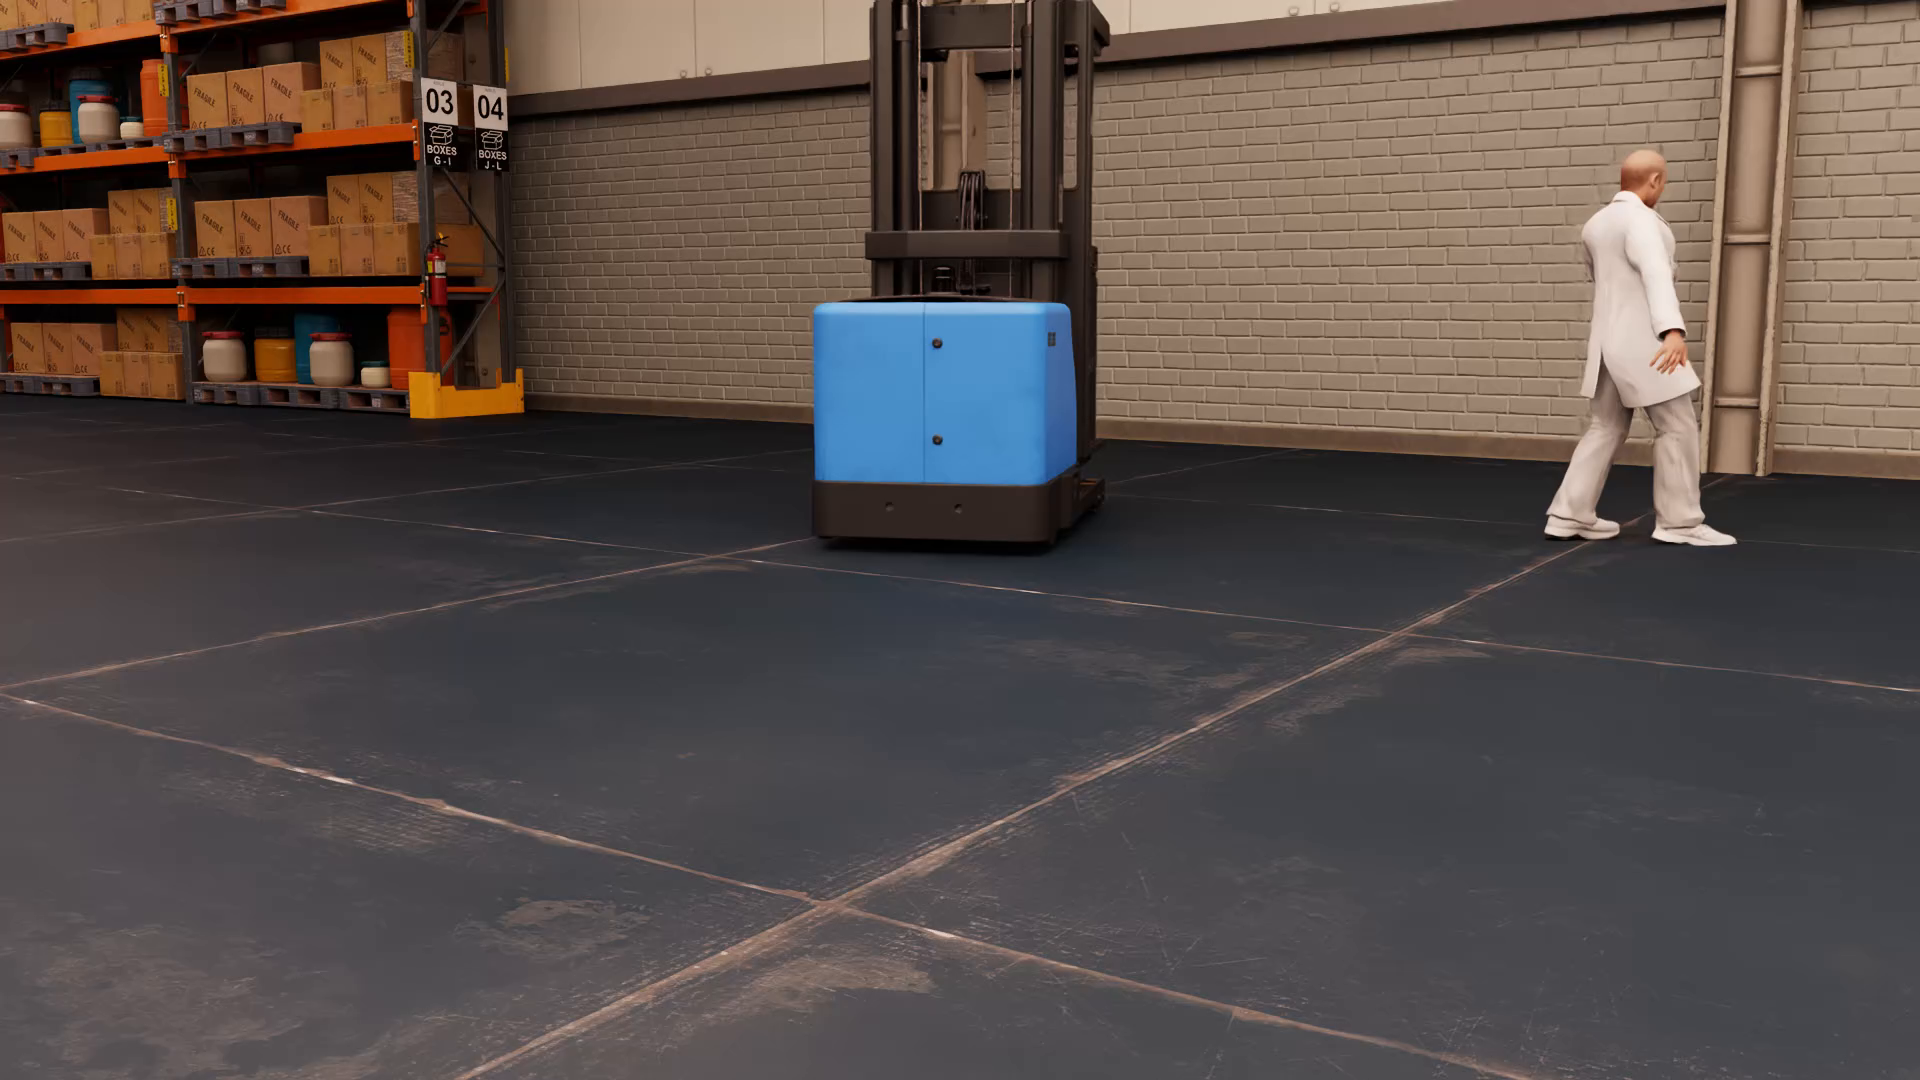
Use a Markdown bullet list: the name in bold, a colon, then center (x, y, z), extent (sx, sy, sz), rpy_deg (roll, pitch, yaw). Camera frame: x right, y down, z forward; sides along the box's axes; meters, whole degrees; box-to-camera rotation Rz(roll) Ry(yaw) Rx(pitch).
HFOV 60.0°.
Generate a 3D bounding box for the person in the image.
- **person**: center (3.085, -0.844, 7.425), extent (0.797, 1.765, 1.032), rpy_deg (-1, 8, -9)

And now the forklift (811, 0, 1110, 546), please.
- **forklift**: center (0.152, -1.592, 8.386), extent (1.130, 2.935, 3.031), rpy_deg (2, 8, 12)
